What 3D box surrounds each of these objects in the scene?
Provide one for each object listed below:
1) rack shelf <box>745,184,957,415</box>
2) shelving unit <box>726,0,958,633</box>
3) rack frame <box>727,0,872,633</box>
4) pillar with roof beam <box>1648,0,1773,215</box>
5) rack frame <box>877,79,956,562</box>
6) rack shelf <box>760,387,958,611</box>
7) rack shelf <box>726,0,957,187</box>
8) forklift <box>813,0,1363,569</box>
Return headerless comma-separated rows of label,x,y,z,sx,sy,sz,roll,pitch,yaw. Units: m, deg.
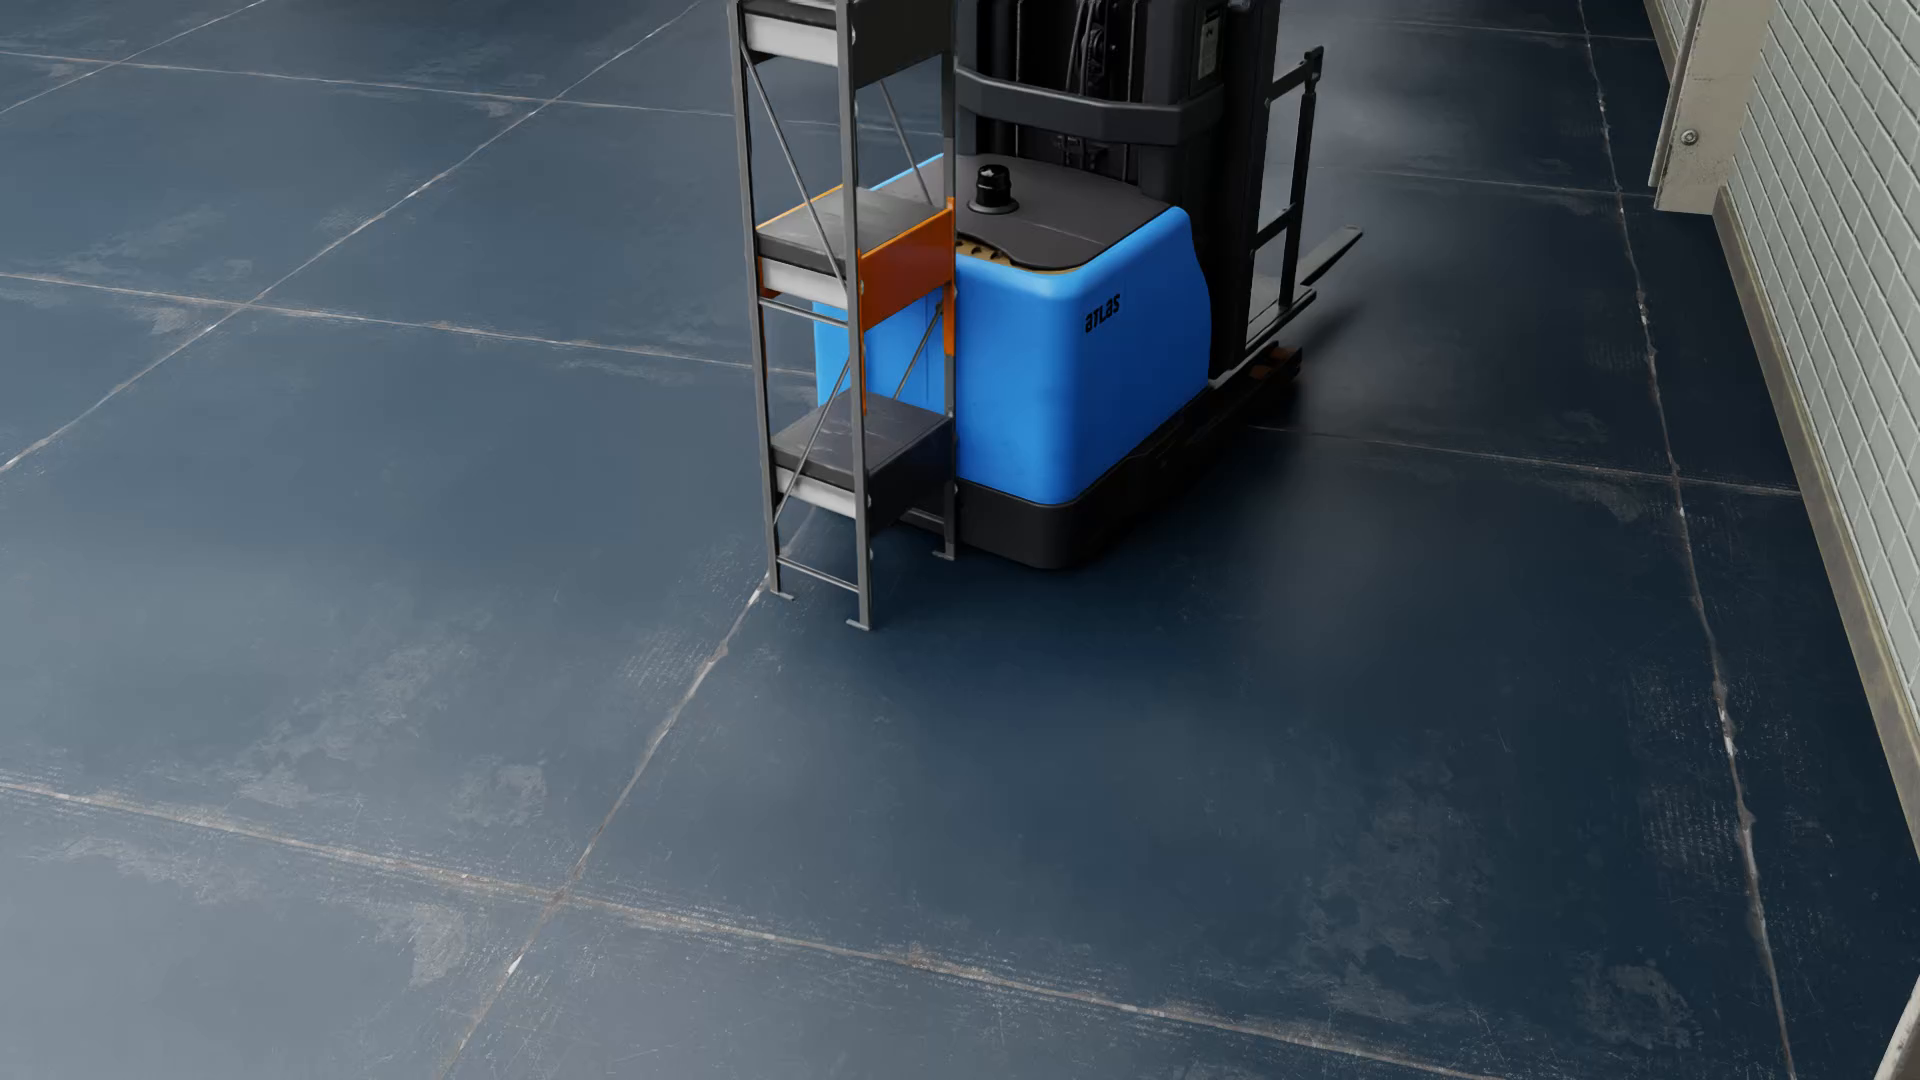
rack shelf,-0.318,-0.751,5.000,0.431,0.518,0.480,19,37,28
shelving unit,-0.318,-0.763,4.993,0.431,2.100,0.503,19,37,28
rack frame,-0.453,-0.654,4.821,0.400,2.100,0.015,19,37,28
pillar with roof beam,-0.471,-6.127,7.000,9.100,9.000,0.400,8,33,12
rack frame,-0.184,-0.872,5.165,0.400,2.100,0.015,19,37,28
rack shelf,-0.318,-0.161,5.376,0.431,0.518,0.480,19,37,28
rack shelf,-0.318,-1.342,4.625,0.431,0.518,0.480,19,37,28
forklift,0.723,-1.889,5.990,1.130,2.935,3.031,19,37,28
